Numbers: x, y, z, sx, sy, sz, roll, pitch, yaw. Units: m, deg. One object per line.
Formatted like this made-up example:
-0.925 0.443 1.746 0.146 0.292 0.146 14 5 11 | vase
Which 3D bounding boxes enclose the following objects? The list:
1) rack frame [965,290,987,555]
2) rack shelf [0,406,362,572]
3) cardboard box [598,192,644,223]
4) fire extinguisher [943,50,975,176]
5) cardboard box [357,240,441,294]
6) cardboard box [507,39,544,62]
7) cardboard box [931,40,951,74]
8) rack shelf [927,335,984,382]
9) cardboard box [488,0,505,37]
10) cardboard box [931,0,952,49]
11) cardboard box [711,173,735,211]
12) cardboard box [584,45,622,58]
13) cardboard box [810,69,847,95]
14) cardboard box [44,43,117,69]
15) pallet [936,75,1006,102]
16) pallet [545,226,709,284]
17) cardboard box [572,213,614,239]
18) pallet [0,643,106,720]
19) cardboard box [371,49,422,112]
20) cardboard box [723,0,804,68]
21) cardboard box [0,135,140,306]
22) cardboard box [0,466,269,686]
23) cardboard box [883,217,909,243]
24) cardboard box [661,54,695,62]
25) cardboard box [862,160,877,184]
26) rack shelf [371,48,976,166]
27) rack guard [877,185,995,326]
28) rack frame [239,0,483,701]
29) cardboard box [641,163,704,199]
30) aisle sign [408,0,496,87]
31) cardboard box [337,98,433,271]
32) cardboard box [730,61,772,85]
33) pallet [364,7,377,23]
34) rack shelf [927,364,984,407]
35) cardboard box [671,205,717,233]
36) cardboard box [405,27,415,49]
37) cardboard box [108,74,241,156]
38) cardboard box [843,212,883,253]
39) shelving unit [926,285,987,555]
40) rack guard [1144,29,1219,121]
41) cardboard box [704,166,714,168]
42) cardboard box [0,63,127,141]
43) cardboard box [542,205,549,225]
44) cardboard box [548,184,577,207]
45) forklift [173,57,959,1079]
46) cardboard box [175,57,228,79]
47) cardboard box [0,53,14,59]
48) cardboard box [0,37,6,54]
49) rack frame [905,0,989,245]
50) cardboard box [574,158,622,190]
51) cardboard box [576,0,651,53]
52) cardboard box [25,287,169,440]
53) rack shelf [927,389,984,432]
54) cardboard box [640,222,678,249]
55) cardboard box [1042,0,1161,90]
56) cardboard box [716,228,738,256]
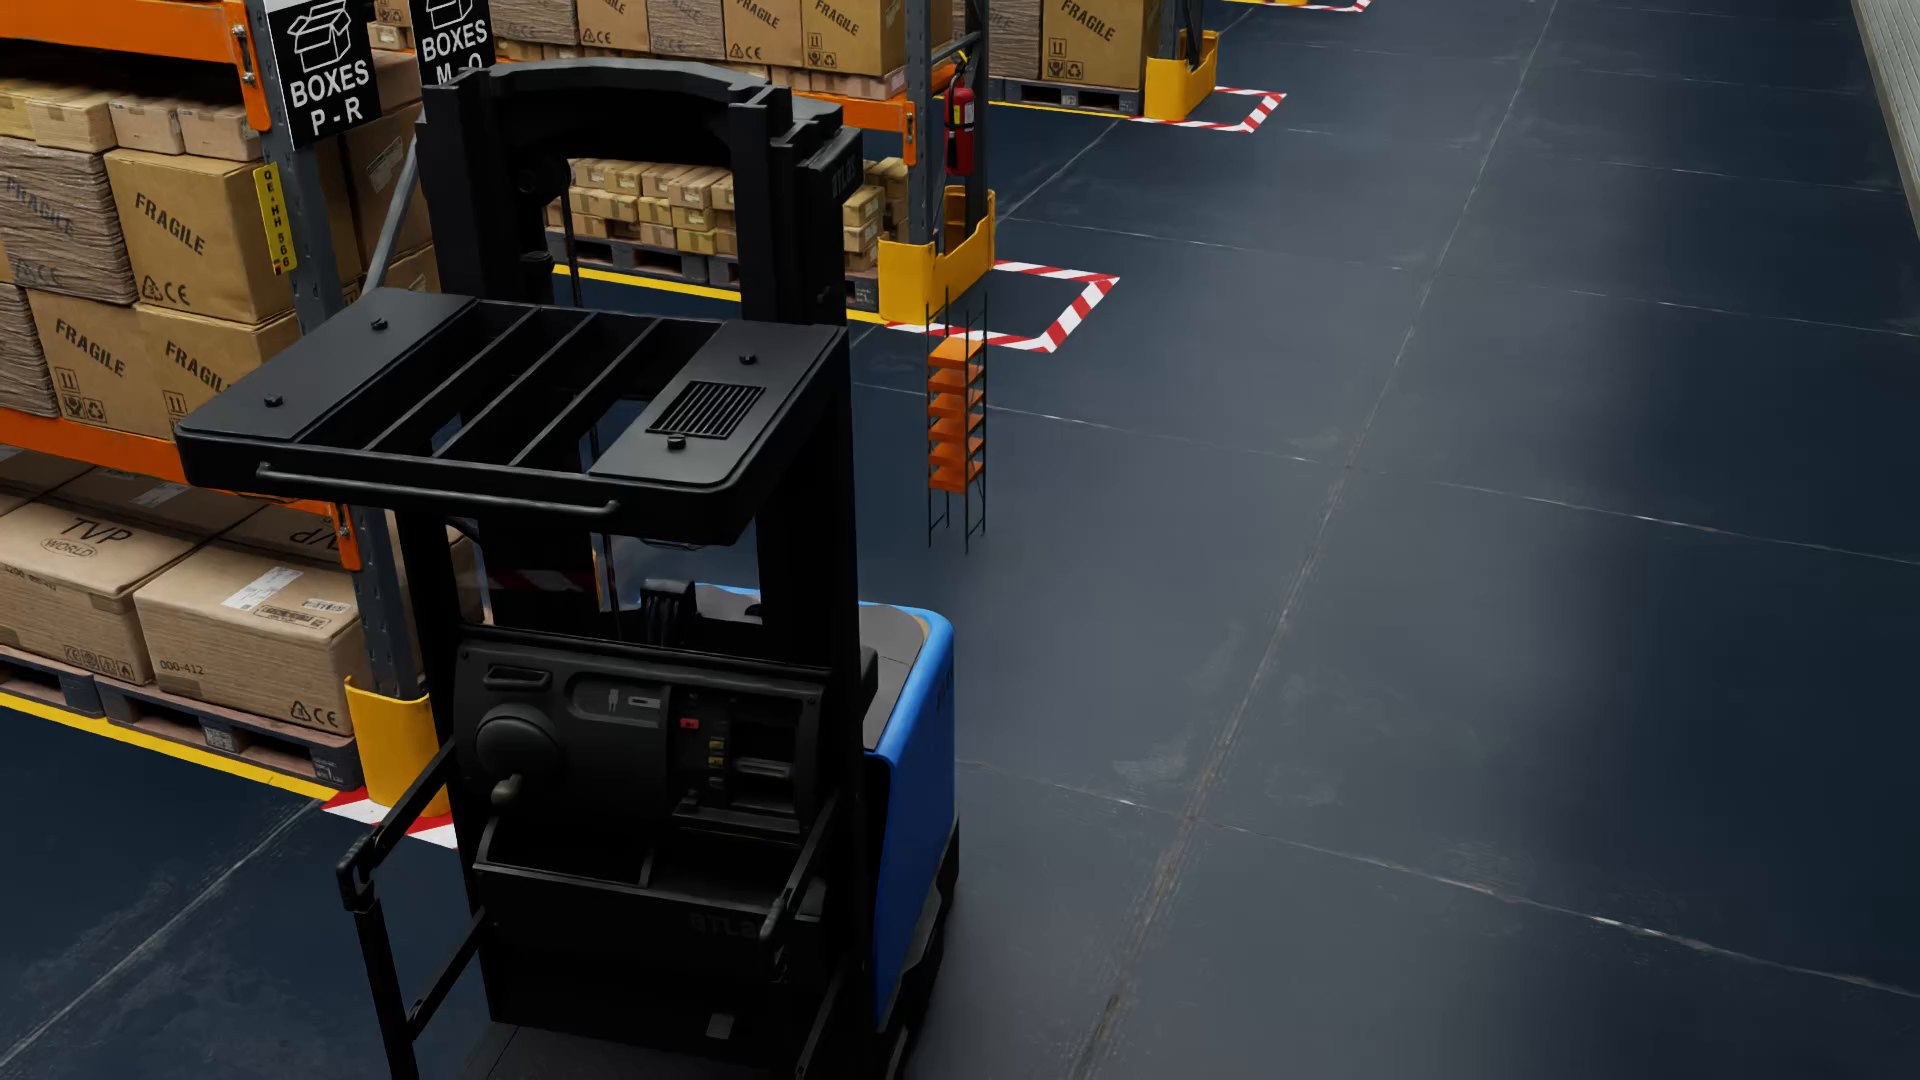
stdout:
0.071 -0.508 7.430 0.006 1.200 0.240 11 31 19 | rack frame
-3.685 -0.656 6.593 4.000 0.370 1.077 11 31 19 | rack shelf
-2.124 -2.193 10.749 0.250 0.149 0.380 12 31 20 | cardboard box
-0.004 -2.422 9.444 0.183 0.674 0.296 11 31 19 | fire extinguisher
-2.168 -0.862 6.125 0.500 0.500 0.500 11 31 19 | cardboard box
-2.638 -3.135 10.503 0.250 0.149 0.380 12 32 20 | cardboard box
-0.241 -2.975 10.220 0.250 0.149 0.380 11 31 19 | cardboard box
-0.013 -0.800 7.304 0.180 0.103 0.258 11 31 19 | rack shelf
-2.945 -3.493 10.477 0.500 0.500 0.500 11 31 19 | cardboard box
-0.376 -3.257 10.060 0.500 0.500 0.500 13 32 21 | cardboard box
-1.365 -2.197 10.455 0.250 0.149 0.380 10 31 17 | cardboard box
-2.127 -3.054 10.360 0.250 0.149 0.380 13 32 21 | cardboard box
-0.689 -2.760 9.840 0.250 0.149 0.380 11 31 19 | cardboard box
-3.038 -1.733 5.991 0.250 0.149 0.380 12 31 20 | cardboard box
-0.003 -4.242 15.041 1.213 0.211 1.003 11 31 19 | pallet
-2.001 -2.068 11.194 1.213 0.211 1.003 11 31 19 | pallet
-2.337 -2.121 10.925 0.250 0.149 0.380 10 31 18 | cardboard box
-3.729 0.276 7.047 1.213 0.211 1.003 11 31 19 | pallet
-2.057 -1.552 5.671 0.250 0.149 0.380 12 32 20 | cardboard box
-1.053 -3.111 9.802 0.500 0.500 0.500 11 31 18 | cardboard box
-2.863 -1.142 5.604 0.500 0.500 0.500 11 31 19 | cardboard box
-3.332 0.092 6.717 0.875 0.438 0.875 12 32 20 | cardboard box
-0.429 -2.059 10.815 0.250 0.149 0.380 12 32 20 | cardboard box
-1.633 -2.975 10.221 0.250 0.149 0.380 10 31 17 | cardboard box
-0.723 -2.323 10.678 0.250 0.149 0.380 12 32 20 | cardboard box
-1.917 -2.932 10.619 4.000 0.370 1.077 11 31 19 | rack shelf
-0.135 -1.801 10.427 0.348 0.500 1.175 11 31 19 | rack guard
-1.832 -0.599 5.761 0.127 3.000 1.000 11 31 19 | rack frame
-1.838 -2.321 10.674 0.250 0.149 0.380 10 31 17 | cardboard box
-1.656 -1.850 5.332 0.004 0.787 0.394 11 31 19 | aisle sign
-2.169 -1.296 5.878 0.500 0.500 0.500 11 31 18 | cardboard box
-1.172 -2.836 9.974 0.250 0.149 0.380 12 32 20 | cardboard box
-4.424 -3.739 11.511 1.213 0.211 1.003 11 31 19 | pallet
-0.013 -0.695 7.363 0.180 0.103 0.258 11 31 19 | rack shelf
-1.627 -2.099 10.583 0.250 0.149 0.380 12 32 20 | cardboard box
-3.364 -3.290 10.777 0.250 0.149 0.380 12 32 21 | cardboard box
-2.484 -1.371 5.351 0.250 0.149 0.380 12 32 20 | cardboard box
-0.661 -1.913 10.255 0.250 0.149 0.380 10 31 18 | cardboard box
-0.013 -0.525 7.459 0.189 1.200 0.258 11 31 19 | shelving unit
1.917 -4.025 14.363 0.348 0.500 1.175 11 31 19 | rack guard
-1.649 -2.562 11.100 0.250 0.149 0.380 12 32 20 | cardboard box
-2.973 -1.446 5.483 0.250 0.149 0.380 12 32 20 | cardboard box
-2.804 -2.247 11.147 0.250 0.149 0.380 11 31 18 | cardboard box
-2.553 -2.326 10.984 0.250 0.149 0.380 13 32 21 | cardboard box
-0.827 0.534 3.826 1.130 2.935 3.031 6 30 11 | forklift
-2.524 -1.668 5.877 0.250 0.149 0.380 12 32 21 | cardboard box
-3.443 -1.546 5.660 0.250 0.149 0.380 12 32 20 | cardboard box
-3.478 -1.858 6.212 0.250 0.149 0.380 11 31 18 | cardboard box
-0.064 -2.875 9.788 0.127 3.000 1.000 11 31 19 | rack frame
-2.305 -2.420 10.849 0.250 0.149 0.380 10 31 17 | cardboard box
-1.984 -3.298 10.132 0.500 0.500 0.500 13 32 22 | cardboard box
-2.838 -0.711 5.857 0.500 0.500 0.500 11 31 18 | cardboard box
-0.013 -0.591 7.422 0.180 0.103 0.258 11 31 19 | rack shelf
-1.859 -2.026 10.757 0.250 0.149 0.380 12 32 20 | cardboard box
1.271 -4.457 14.320 0.875 0.875 0.875 11 31 19 | cardboard box
-1.353 -1.948 10.618 0.250 0.149 0.380 12 31 20 | cardboard box
